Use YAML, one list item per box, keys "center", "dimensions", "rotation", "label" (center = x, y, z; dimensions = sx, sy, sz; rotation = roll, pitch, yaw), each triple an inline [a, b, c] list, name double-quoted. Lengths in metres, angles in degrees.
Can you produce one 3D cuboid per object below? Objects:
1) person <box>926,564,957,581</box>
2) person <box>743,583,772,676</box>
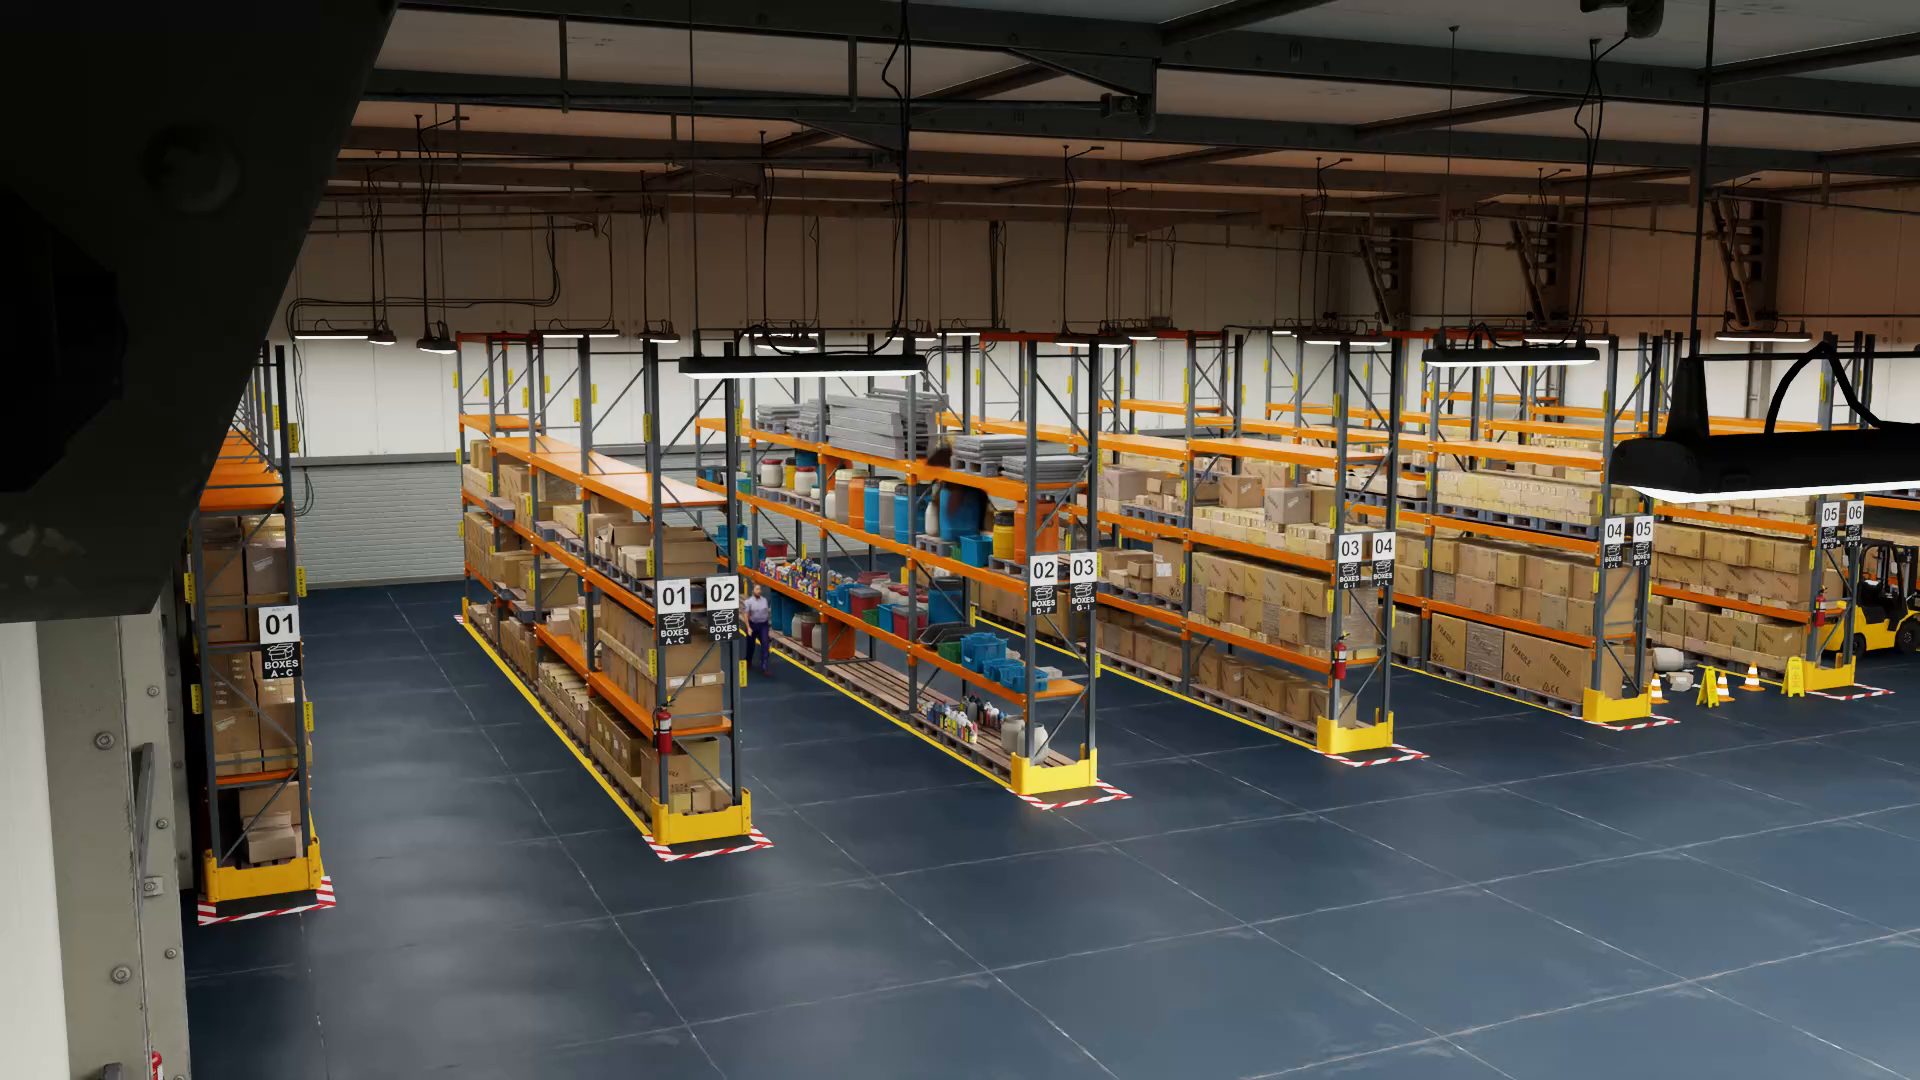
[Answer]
- center: [-0.314, 0.936, 33.833]
  dimensions: [0.615, 1.620, 1.018]
  rotation: [-3, 8, -21]
  label: "person"
- center: [-3.613, 1.609, 29.539]
  dimensions: [0.486, 1.513, 0.943]
  rotation: [-3, 8, -21]
  label: "person"
